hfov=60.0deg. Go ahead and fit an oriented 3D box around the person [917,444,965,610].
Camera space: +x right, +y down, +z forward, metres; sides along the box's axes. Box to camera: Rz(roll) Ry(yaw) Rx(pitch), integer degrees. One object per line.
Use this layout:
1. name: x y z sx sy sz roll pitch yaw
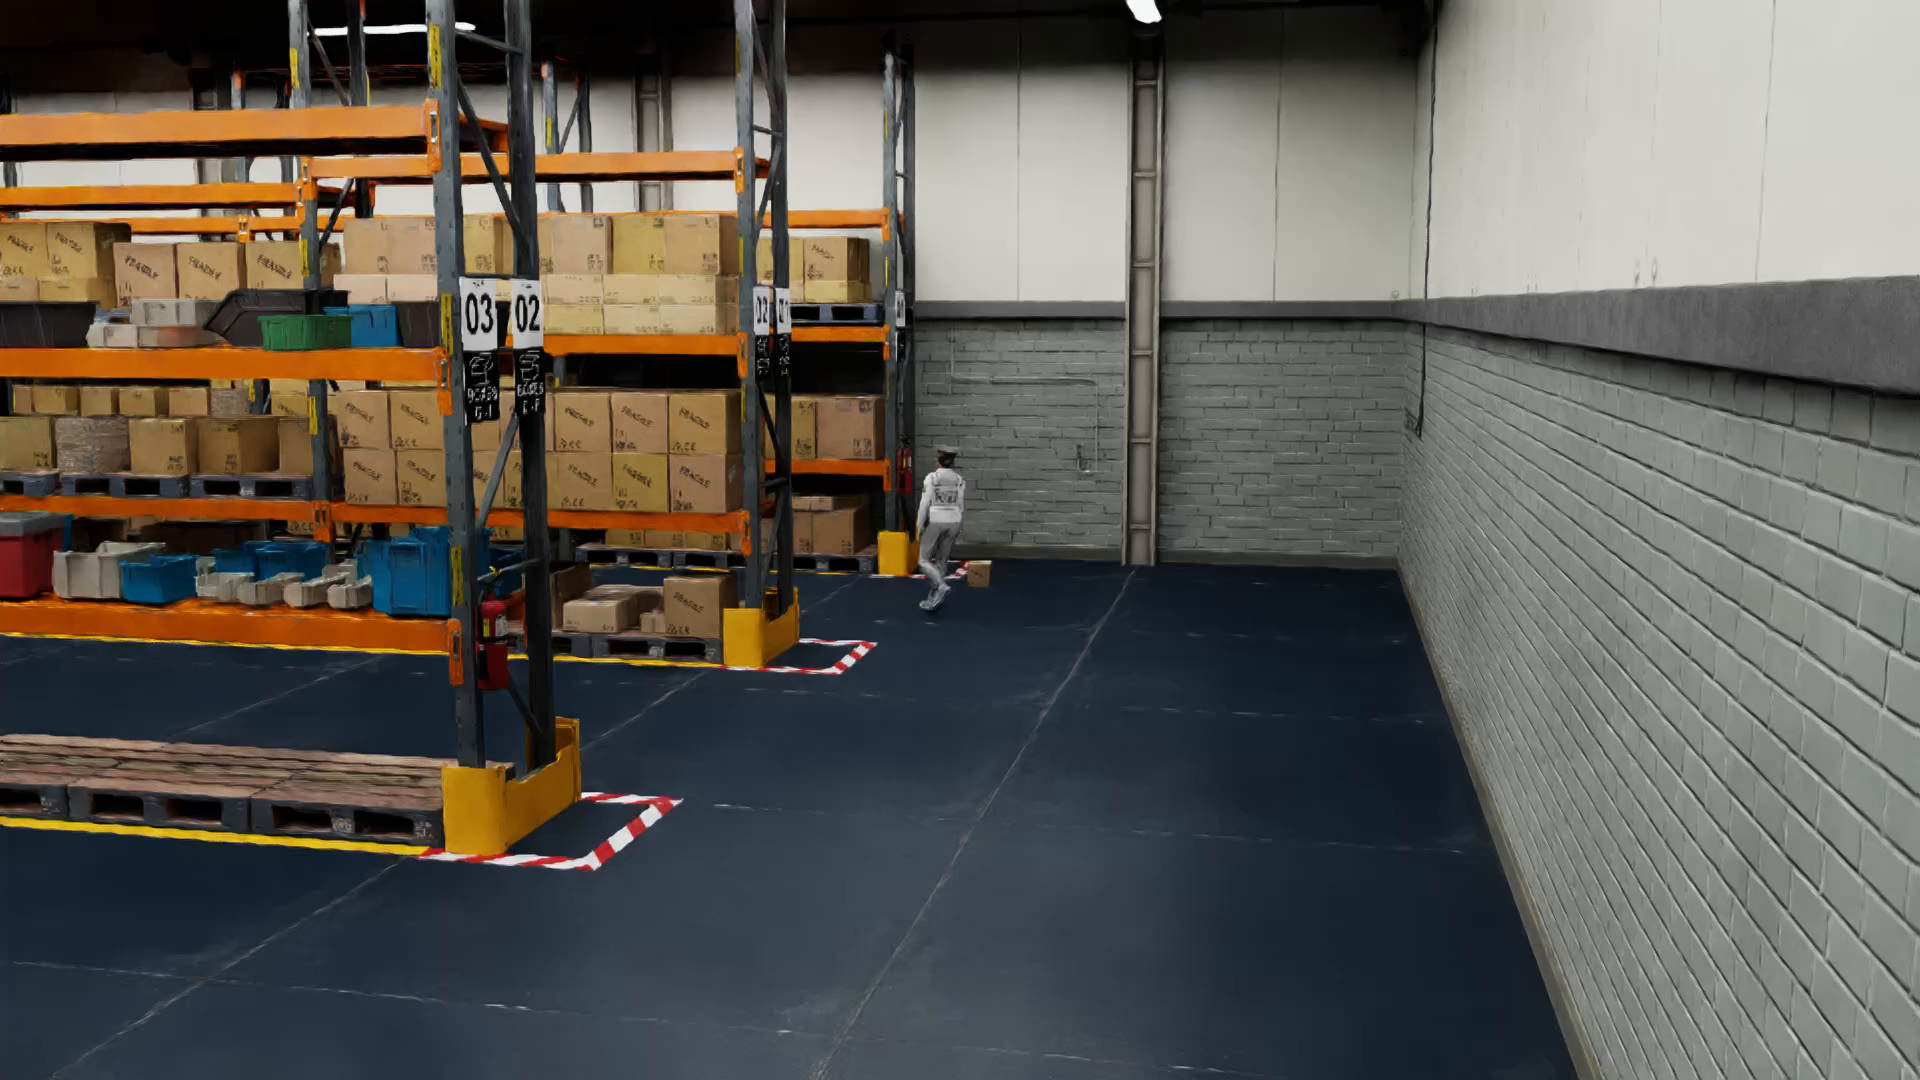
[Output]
1. person: -0.155 -0.107 16.470 0.513 1.640 0.631 -4 9 -25
